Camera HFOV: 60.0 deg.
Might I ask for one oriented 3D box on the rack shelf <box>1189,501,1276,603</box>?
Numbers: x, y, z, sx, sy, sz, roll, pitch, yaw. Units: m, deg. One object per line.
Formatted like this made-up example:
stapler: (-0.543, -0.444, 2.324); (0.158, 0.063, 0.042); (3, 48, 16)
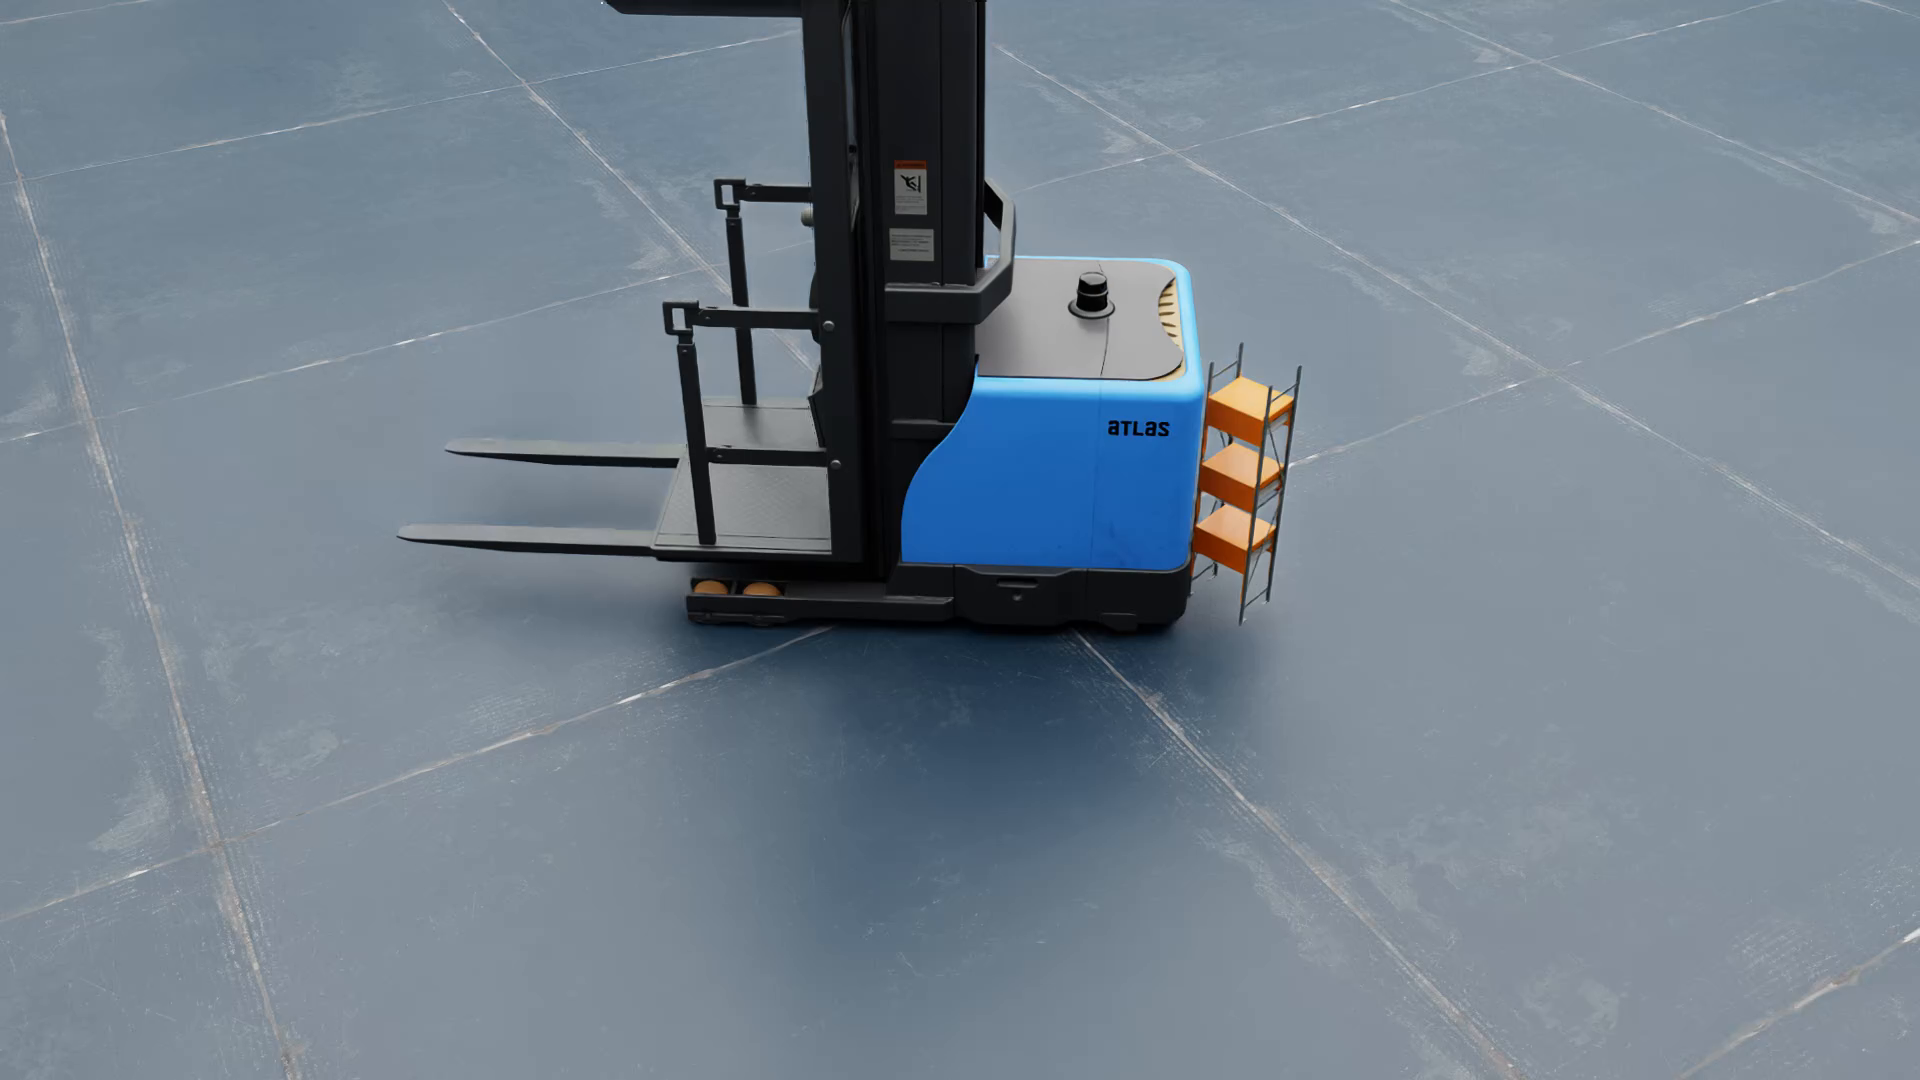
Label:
rack shelf: (1.035, 0.040, 6.295); (0.240, 0.259, 0.215); (28, 45, 33)

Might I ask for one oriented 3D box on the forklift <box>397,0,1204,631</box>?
forklift: (-0.638, -1.166, 5.862); (3.031, 2.935, 1.130); (2, 36, 2)

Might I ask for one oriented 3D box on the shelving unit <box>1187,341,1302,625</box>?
shelving unit: (1.035, -0.193, 6.125); (0.252, 1.050, 0.215); (28, 45, 33)

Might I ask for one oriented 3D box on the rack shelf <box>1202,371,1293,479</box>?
rack shelf: (1.035, -0.414, 5.963); (0.240, 0.259, 0.215); (28, 45, 33)

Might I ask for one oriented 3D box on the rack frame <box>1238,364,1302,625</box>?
rack frame: (1.126, -0.145, 6.058); (0.008, 1.050, 0.200); (28, 45, 33)

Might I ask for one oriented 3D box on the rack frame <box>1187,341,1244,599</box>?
rack frame: (0.945, -0.242, 6.191); (0.008, 1.050, 0.200); (28, 45, 33)

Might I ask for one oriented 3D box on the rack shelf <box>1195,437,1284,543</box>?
rack shelf: (1.035, -0.185, 6.131); (0.240, 0.259, 0.215); (28, 45, 33)
